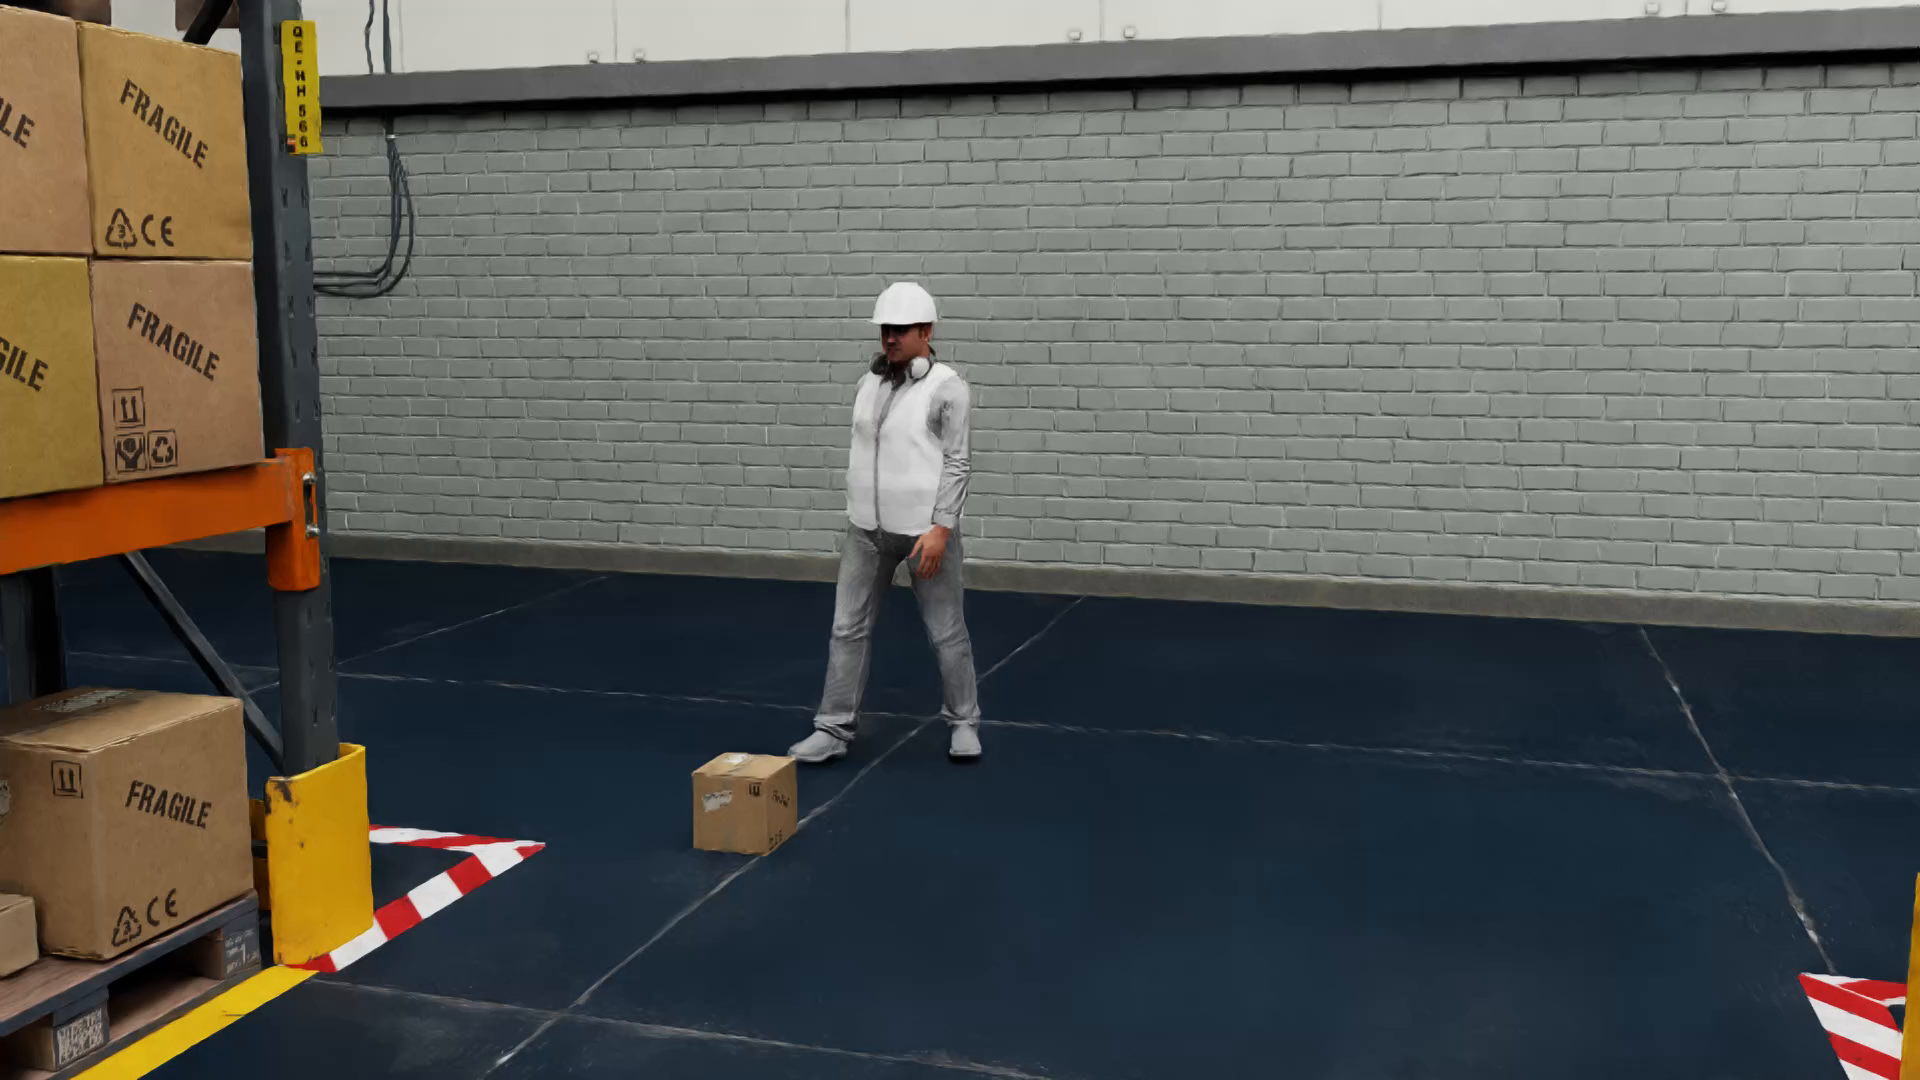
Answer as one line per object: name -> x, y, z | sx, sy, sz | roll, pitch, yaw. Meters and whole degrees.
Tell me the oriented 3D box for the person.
person -> -0.234, -0.056, 6.080 | 0.613, 1.758, 0.680 | 5, 10, 30
